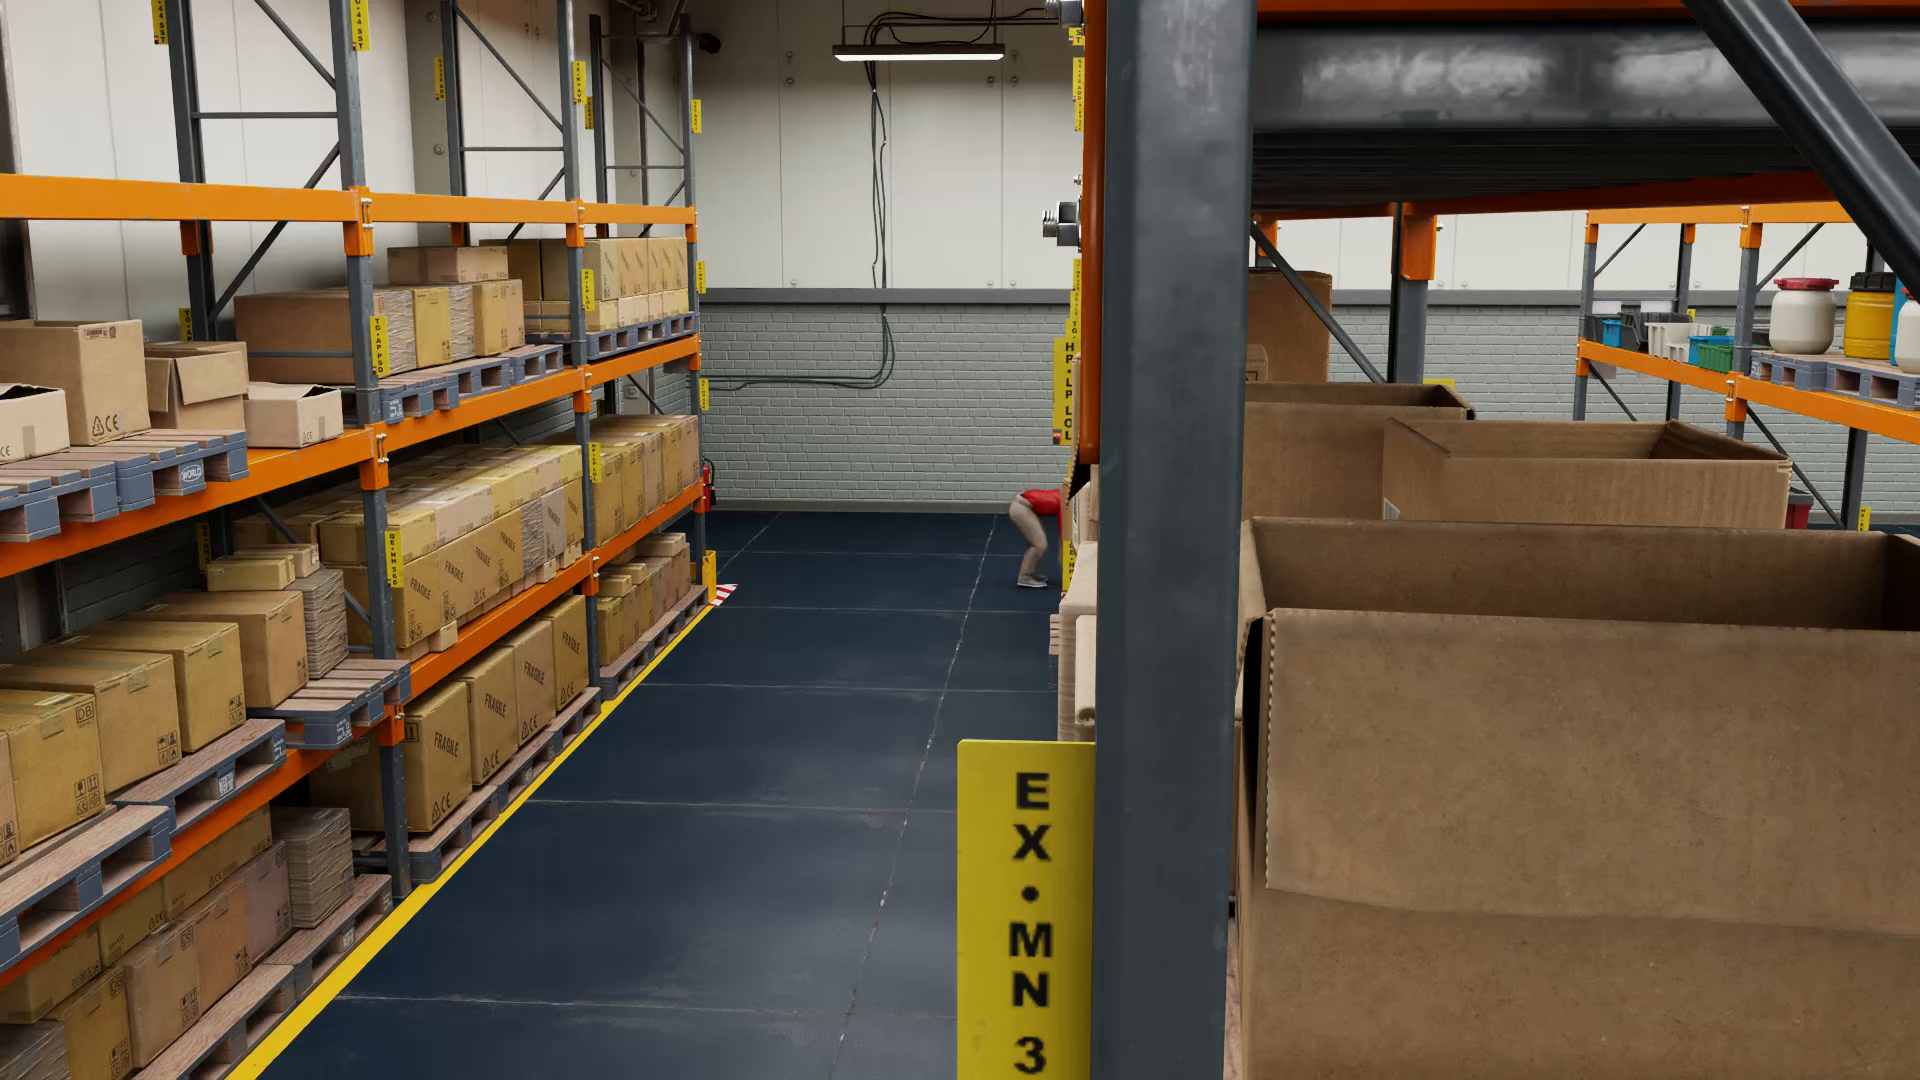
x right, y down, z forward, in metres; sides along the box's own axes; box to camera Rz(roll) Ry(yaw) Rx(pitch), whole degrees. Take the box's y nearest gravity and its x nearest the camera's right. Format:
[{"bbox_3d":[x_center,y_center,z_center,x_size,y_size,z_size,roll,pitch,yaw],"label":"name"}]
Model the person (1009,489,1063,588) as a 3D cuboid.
[{"bbox_3d":[1.021,-0.032,18.408,0.959,1.078,0.498,0,11,2],"label":"person"}]
